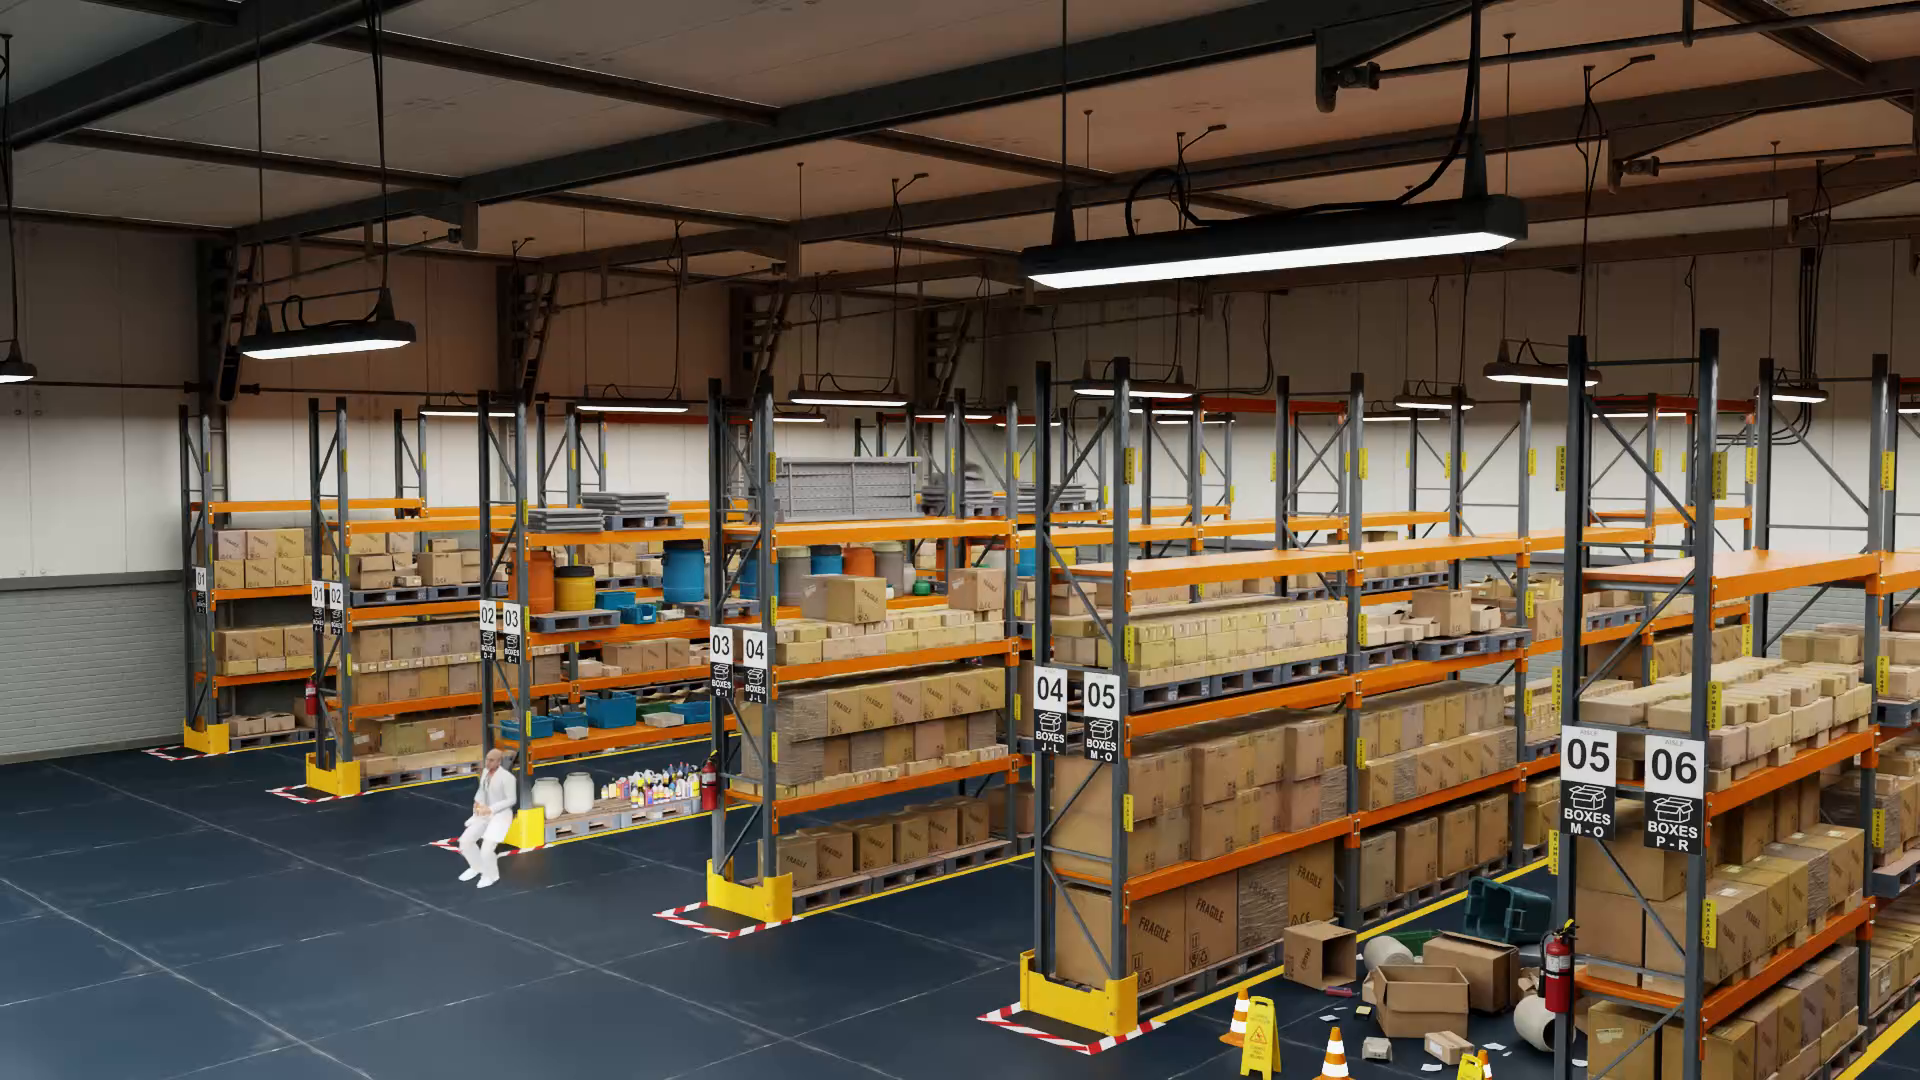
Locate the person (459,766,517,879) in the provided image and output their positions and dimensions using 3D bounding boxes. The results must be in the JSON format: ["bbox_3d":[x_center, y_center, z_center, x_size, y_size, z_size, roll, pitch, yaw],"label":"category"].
[{"bbox_3d":[-5.567,3.362,19.733,0.856,1.432,0.624,1,3,23],"label":"person"}]
